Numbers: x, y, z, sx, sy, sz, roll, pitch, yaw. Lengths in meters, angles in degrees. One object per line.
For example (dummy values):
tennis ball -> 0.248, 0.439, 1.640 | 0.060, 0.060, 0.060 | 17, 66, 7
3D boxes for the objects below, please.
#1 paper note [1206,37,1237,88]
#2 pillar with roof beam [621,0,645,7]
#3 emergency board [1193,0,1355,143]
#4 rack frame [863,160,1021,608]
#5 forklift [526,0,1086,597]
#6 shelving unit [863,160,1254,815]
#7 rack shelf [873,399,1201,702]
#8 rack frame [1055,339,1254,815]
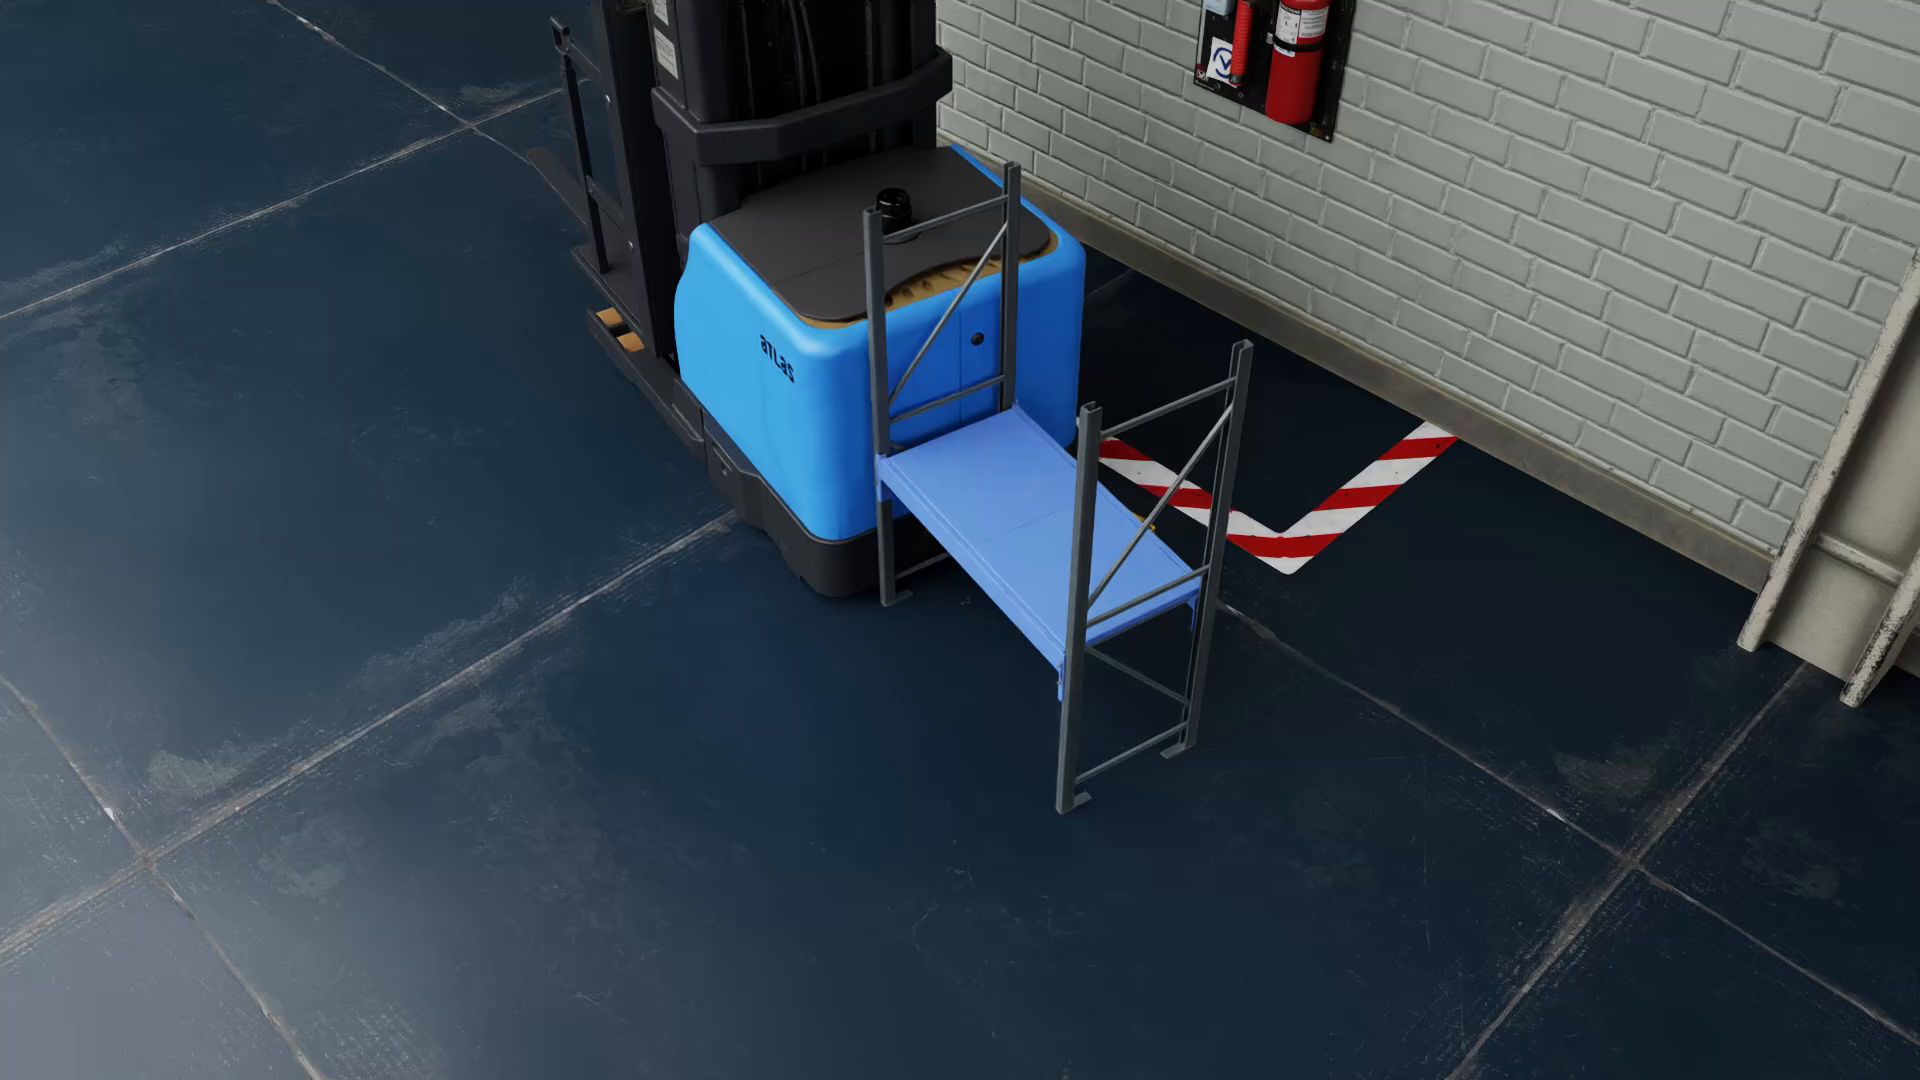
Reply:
paper note -> 0.967, -1.745, 6.077 | 0.016, 0.148, 0.142 | -34, 53, -31
pillar with roof beam -> -4.524, -3.767, 3.196 | 9.100, 9.000, 0.400 | -34, 53, -31
emergency board -> 1.044, -1.950, 5.650 | 0.194, 1.169, 0.643 | -34, 53, -31
rack frame -> -0.045, -0.425, 5.105 | 0.500, 1.500, 0.032 | -23, 48, -23
forklift -> -0.803, -1.867, 5.611 | 1.130, 2.935, 3.031 | -23, 48, -23
shelving unit -> 0.227, -0.134, 4.790 | 0.538, 1.500, 1.048 | -23, 48, -23
rack shelf -> 0.227, -0.002, 4.912 | 0.538, 0.185, 1.000 | -23, 48, -23
rack frame -> 0.499, 0.157, 4.475 | 0.500, 1.500, 0.032 | -23, 48, -23
